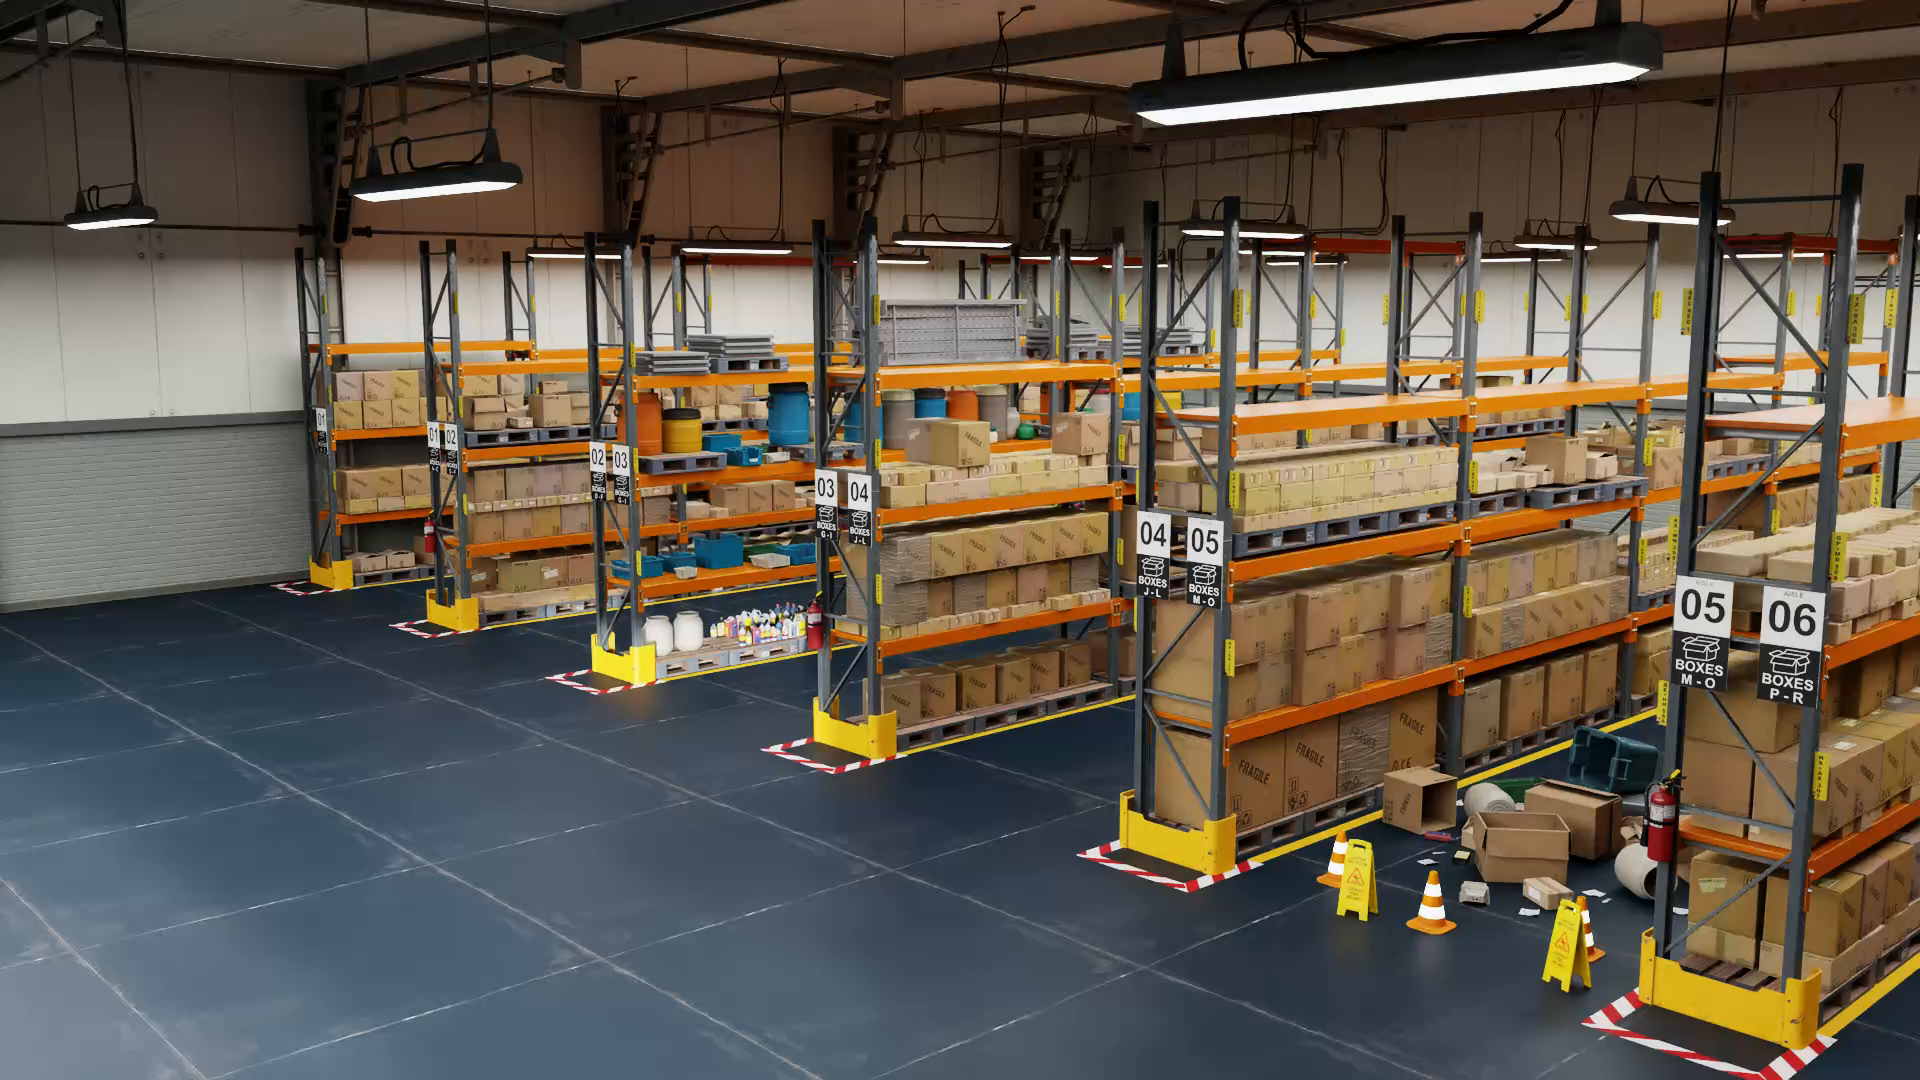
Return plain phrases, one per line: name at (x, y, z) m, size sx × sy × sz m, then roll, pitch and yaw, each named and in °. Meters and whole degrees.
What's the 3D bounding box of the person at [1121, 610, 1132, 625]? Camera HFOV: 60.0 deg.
person at (2.380, 0.476, 24.228) m, size 0.707 × 1.736 × 0.641 m, roll 7°, pitch 11°, yaw 38°
